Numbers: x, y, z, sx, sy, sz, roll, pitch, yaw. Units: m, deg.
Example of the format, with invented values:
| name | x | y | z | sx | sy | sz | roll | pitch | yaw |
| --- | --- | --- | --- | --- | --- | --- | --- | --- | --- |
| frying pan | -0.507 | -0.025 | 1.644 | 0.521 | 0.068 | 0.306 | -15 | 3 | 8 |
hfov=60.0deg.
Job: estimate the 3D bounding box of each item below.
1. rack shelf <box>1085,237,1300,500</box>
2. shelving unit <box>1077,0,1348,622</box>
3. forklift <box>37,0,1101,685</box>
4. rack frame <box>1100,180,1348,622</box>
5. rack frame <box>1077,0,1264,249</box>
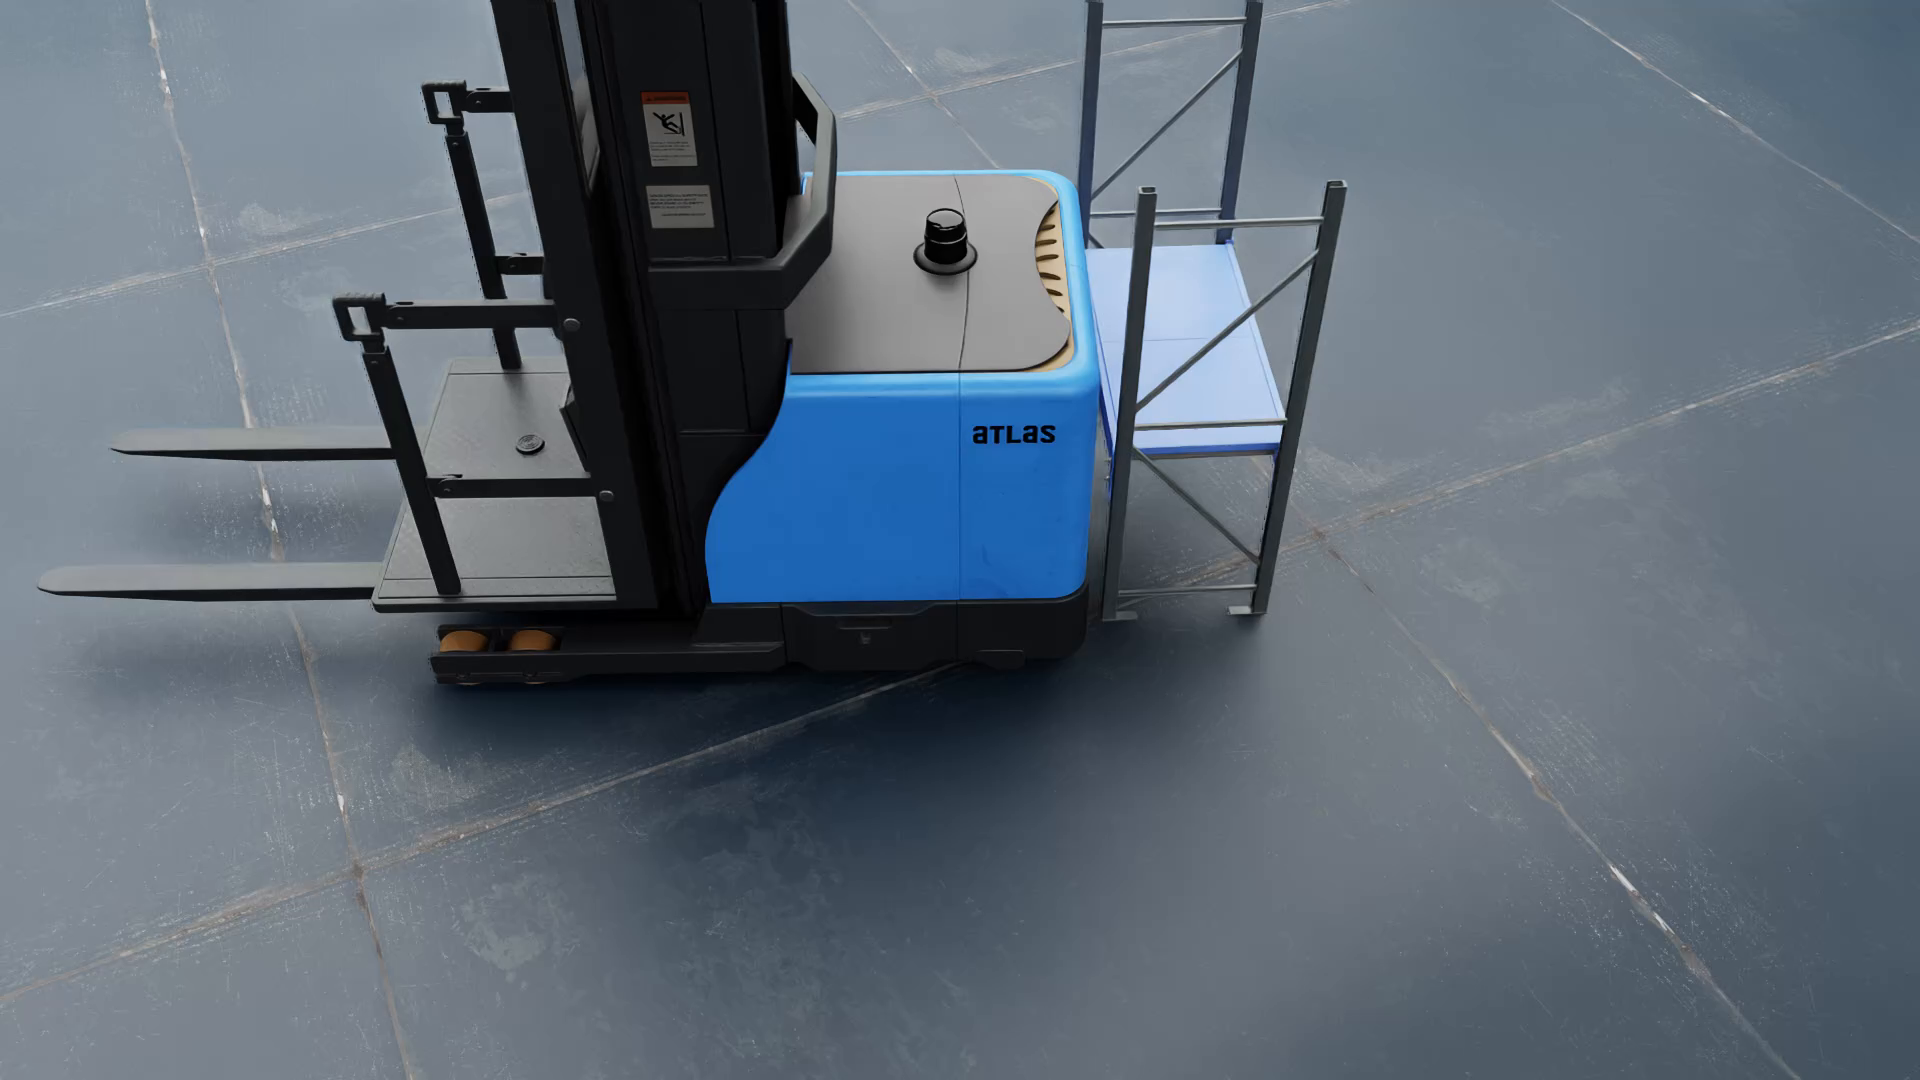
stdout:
| name | x | y | z | sx | sy | sz | roll | pitch | yaw |
| --- | --- | --- | --- | --- | --- | --- | --- | --- | --- |
| rack shelf | 0.643 | -0.538 | 4.983 | 0.538 | 0.185 | 1.000 | -2 | 45 | -3 |
| shelving unit | 0.643 | -0.666 | 4.857 | 0.538 | 1.500 | 1.048 | -2 | 45 | -3 |
| forklift | -1.154 | -1.000 | 4.176 | 3.031 | 2.935 | 1.130 | -1 | 45 | -1 |
| rack frame | 0.675 | -0.309 | 4.496 | 0.500 | 1.500 | 0.032 | -2 | 45 | -3 |
| rack frame | 0.612 | -1.022 | 5.218 | 0.500 | 1.500 | 0.032 | -2 | 45 | -3 |
